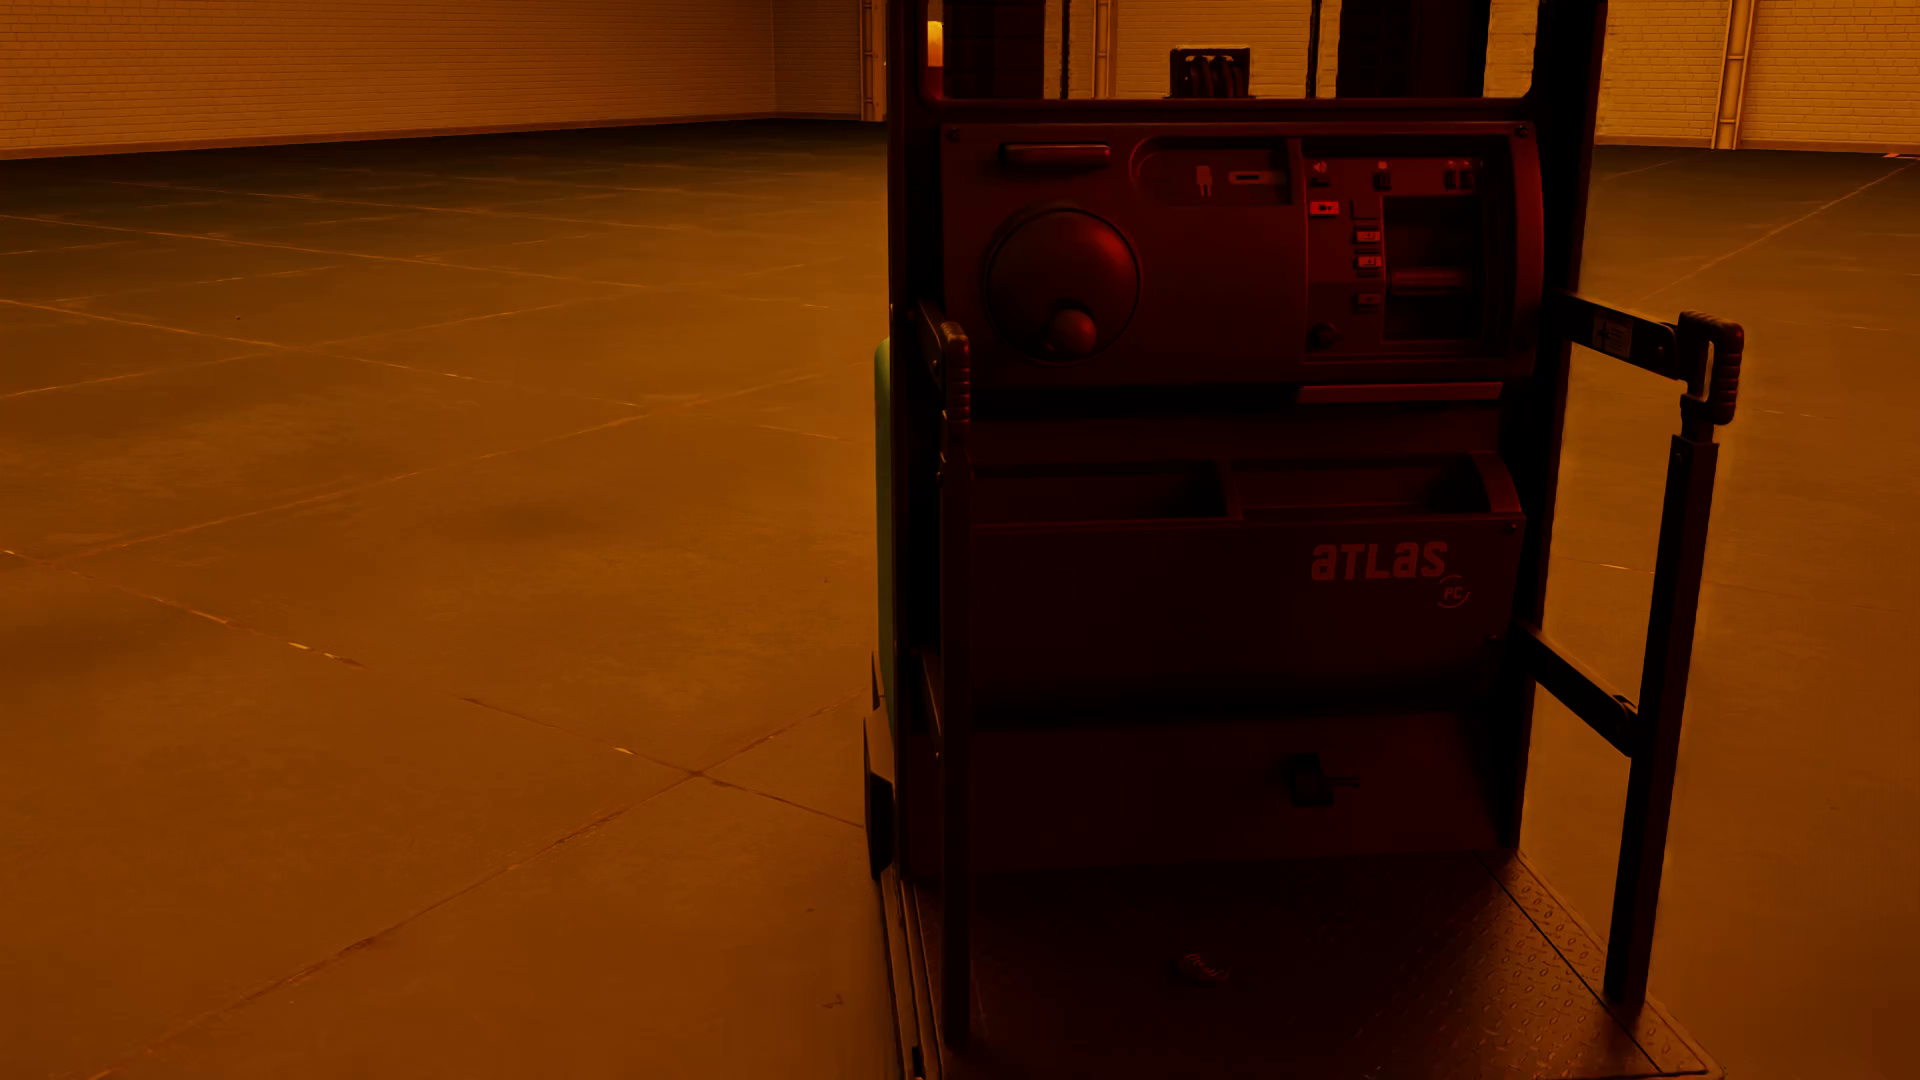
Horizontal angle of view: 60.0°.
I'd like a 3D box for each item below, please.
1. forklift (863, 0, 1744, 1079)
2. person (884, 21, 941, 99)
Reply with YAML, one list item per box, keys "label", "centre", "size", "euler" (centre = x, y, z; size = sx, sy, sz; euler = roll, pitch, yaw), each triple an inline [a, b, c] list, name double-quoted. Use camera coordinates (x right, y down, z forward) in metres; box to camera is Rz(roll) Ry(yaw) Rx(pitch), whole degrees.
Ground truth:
- label: "forklift"
  centre: [0.457, -0.450, 2.336]
  size: [1.130, 2.935, 3.031]
  euler: [-2, 17, -6]
- label: "person"
  centre: [-0.035, -0.852, 5.710]
  size: [0.449, 1.773, 0.617]
  euler: [10, 20, 31]
